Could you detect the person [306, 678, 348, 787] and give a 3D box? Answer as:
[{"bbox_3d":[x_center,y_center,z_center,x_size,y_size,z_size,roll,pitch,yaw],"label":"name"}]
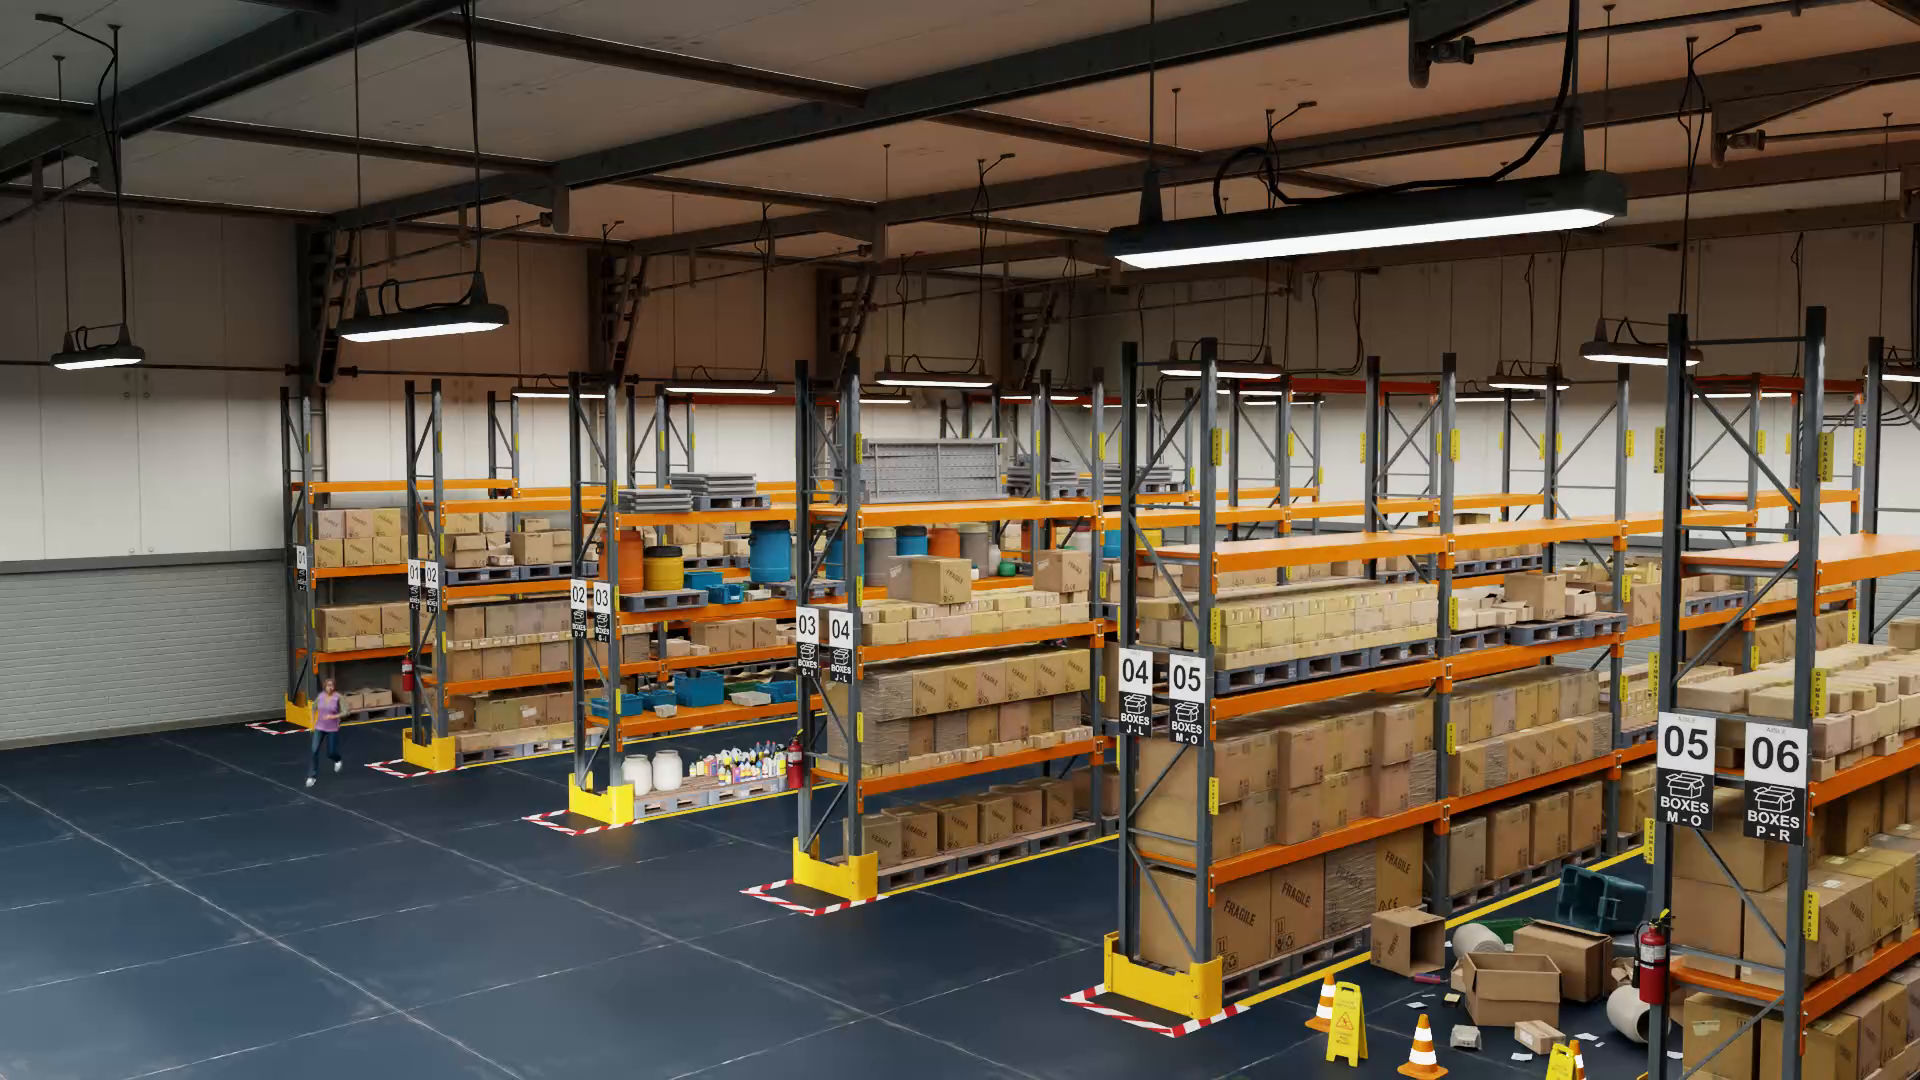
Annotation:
[{"bbox_3d":[-9.380,2.829,24.725,0.566,1.570,0.774,0,4,-5],"label":"person"}]
